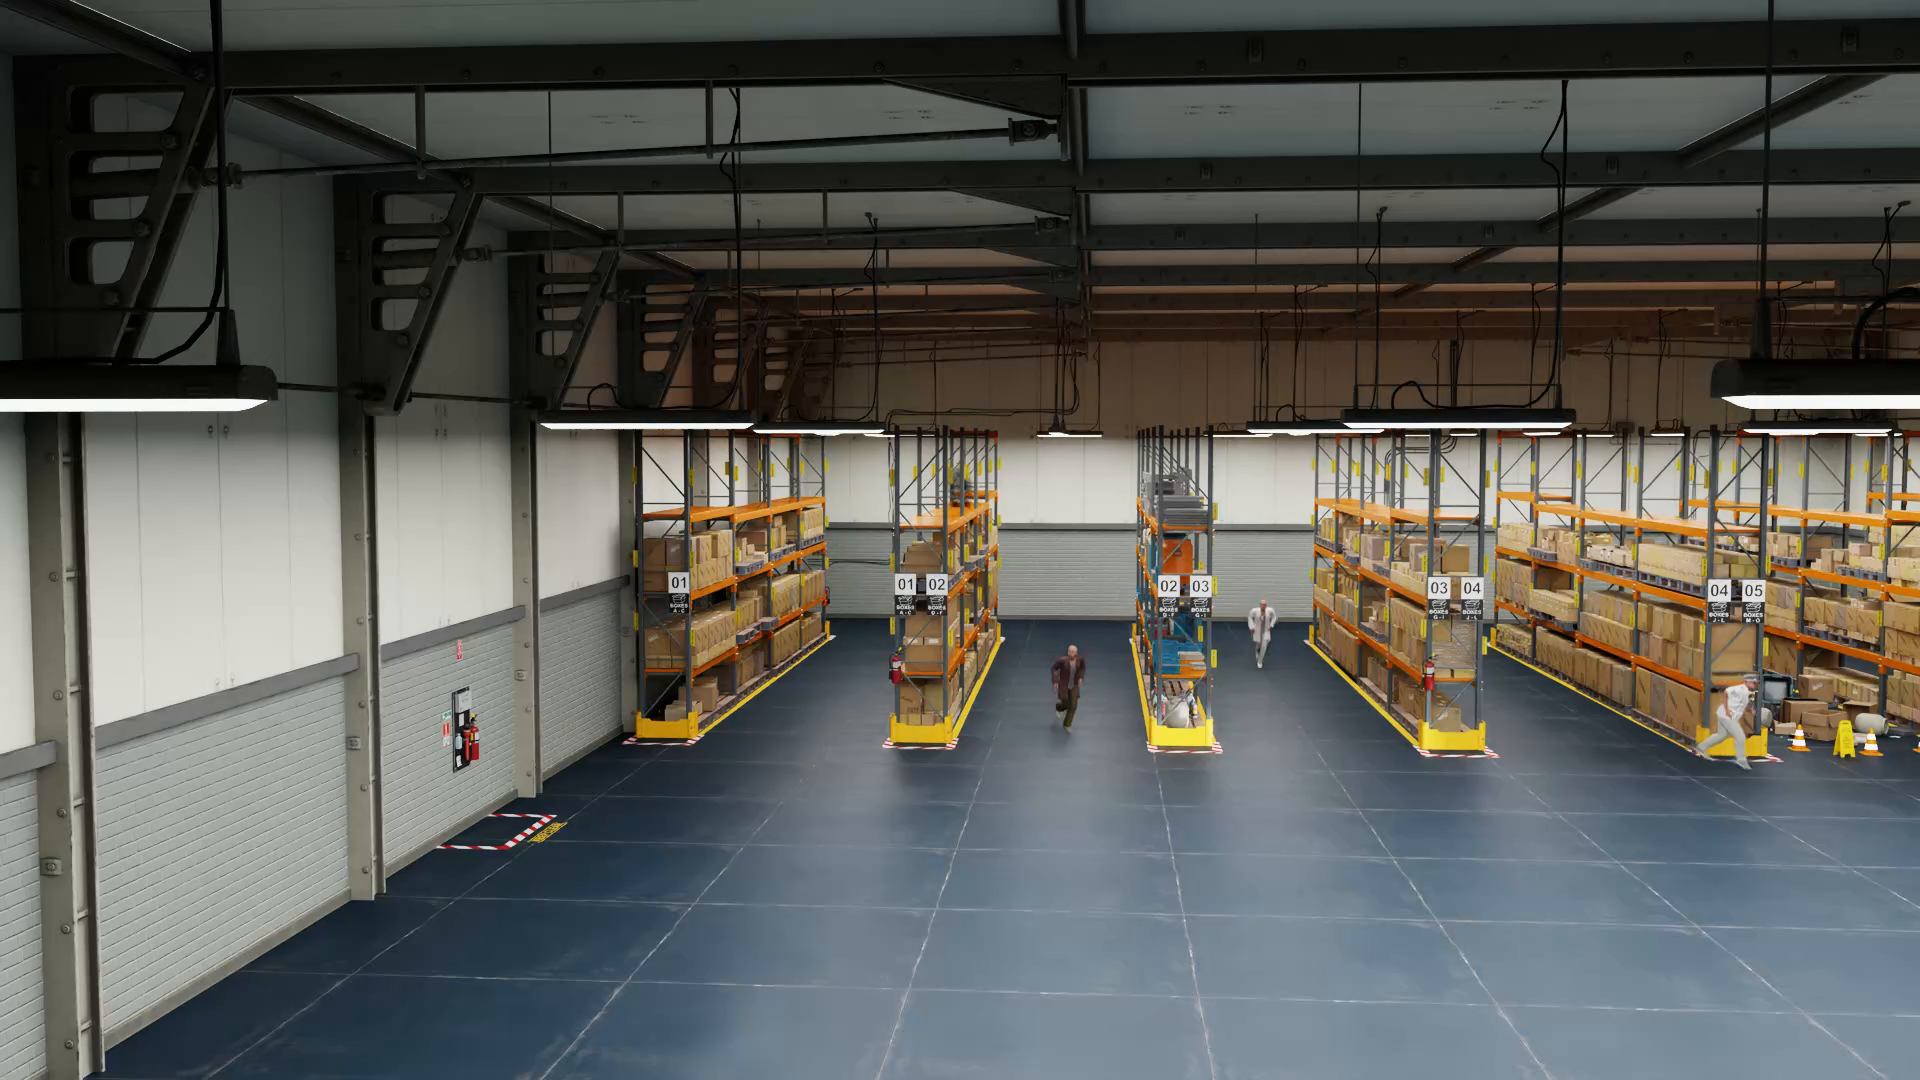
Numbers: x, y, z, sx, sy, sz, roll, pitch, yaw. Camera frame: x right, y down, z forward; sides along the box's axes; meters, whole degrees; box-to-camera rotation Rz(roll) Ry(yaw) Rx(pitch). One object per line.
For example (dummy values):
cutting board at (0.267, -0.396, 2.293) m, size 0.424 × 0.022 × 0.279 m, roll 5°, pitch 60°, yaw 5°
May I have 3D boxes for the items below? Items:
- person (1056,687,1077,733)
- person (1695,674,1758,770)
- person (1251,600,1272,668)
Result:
person at (2.080, 3.238, 32.944) m, size 0.329 × 1.073 × 0.827 m, roll -1°, pitch 4°, yaw -21°
person at (13.425, 3.168, 29.165) m, size 1.028 × 1.717 × 0.668 m, roll 3°, pitch 5°, yaw 42°
person at (7.660, 2.407, 42.234) m, size 0.671 × 1.622 × 0.891 m, roll 0°, pitch 3°, yaw 1°
